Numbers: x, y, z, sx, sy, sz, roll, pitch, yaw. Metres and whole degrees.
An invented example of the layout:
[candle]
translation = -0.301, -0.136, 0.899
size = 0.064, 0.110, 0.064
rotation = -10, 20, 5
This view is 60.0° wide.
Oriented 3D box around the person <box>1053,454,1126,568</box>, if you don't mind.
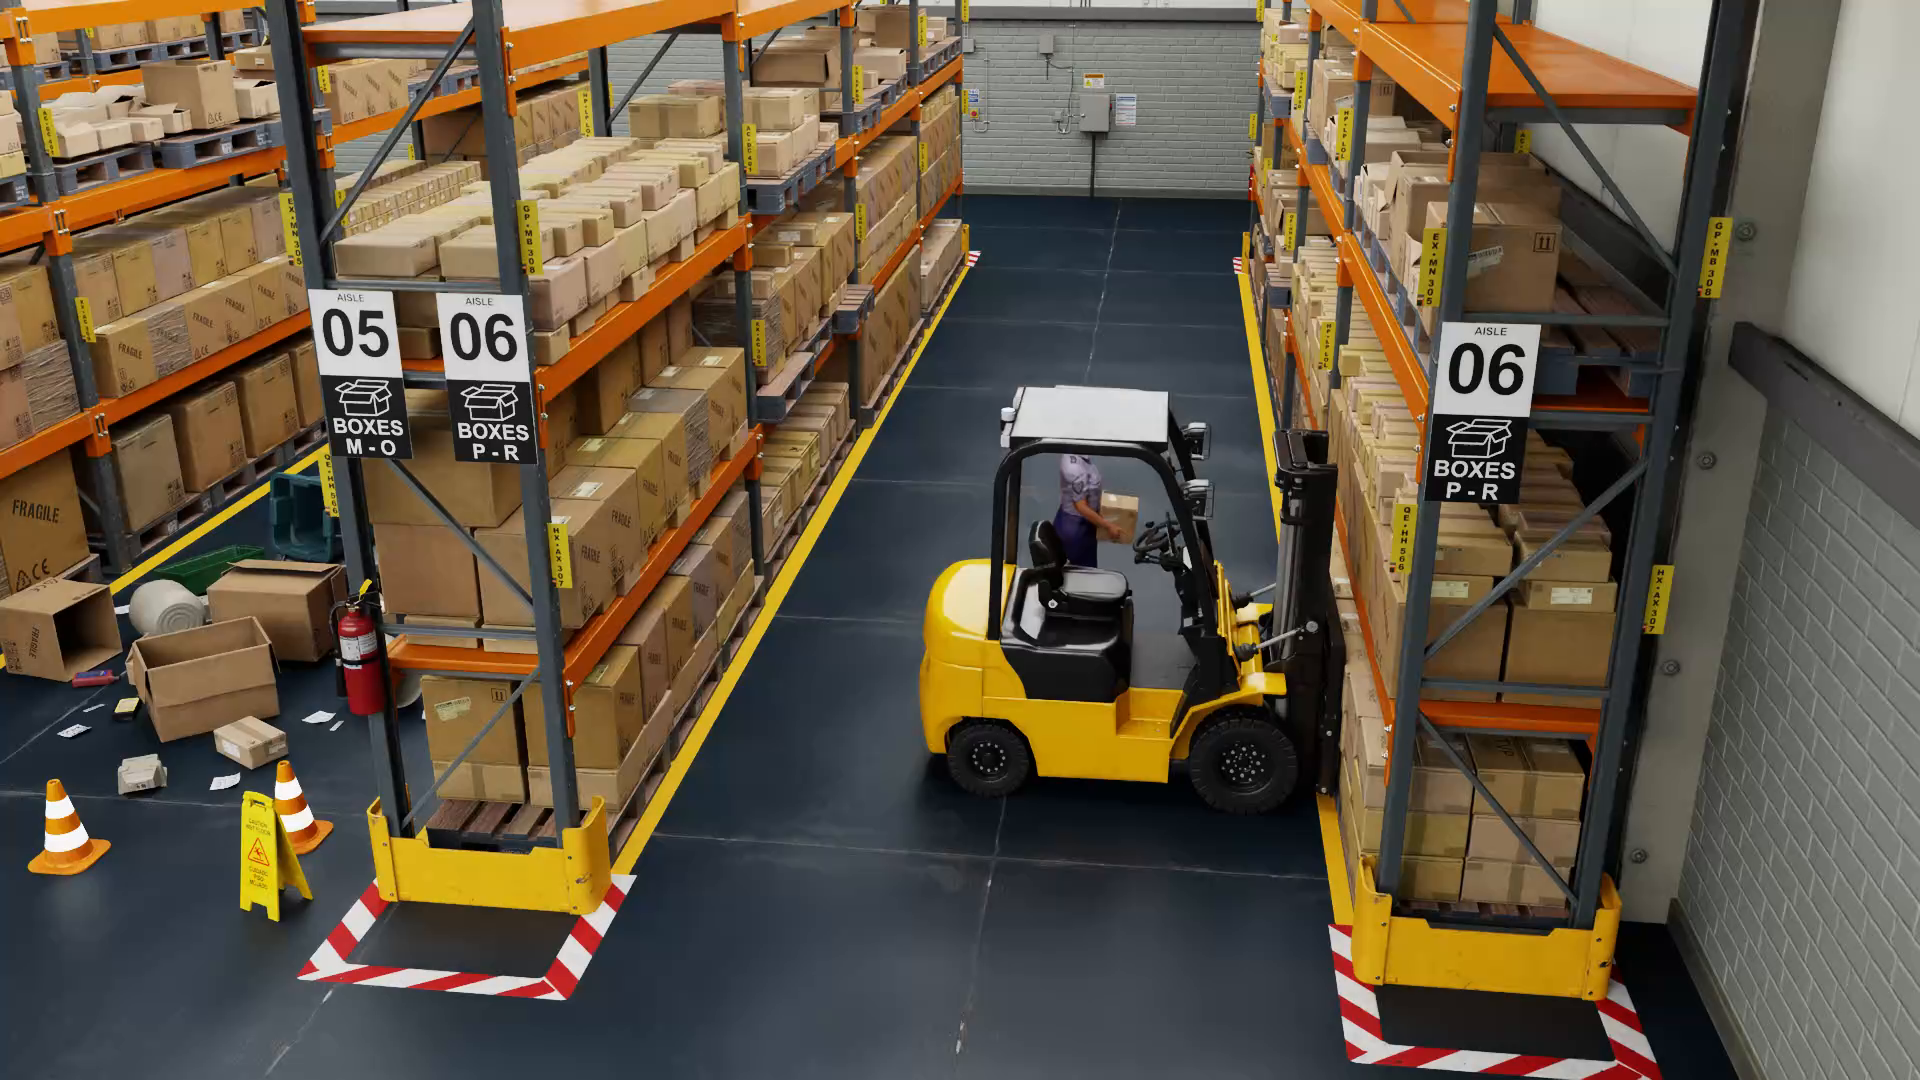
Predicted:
[person]
translation = 0.869, -0.045, 11.209
size = 0.497, 1.652, 0.480
rotation = 2, 21, 6
